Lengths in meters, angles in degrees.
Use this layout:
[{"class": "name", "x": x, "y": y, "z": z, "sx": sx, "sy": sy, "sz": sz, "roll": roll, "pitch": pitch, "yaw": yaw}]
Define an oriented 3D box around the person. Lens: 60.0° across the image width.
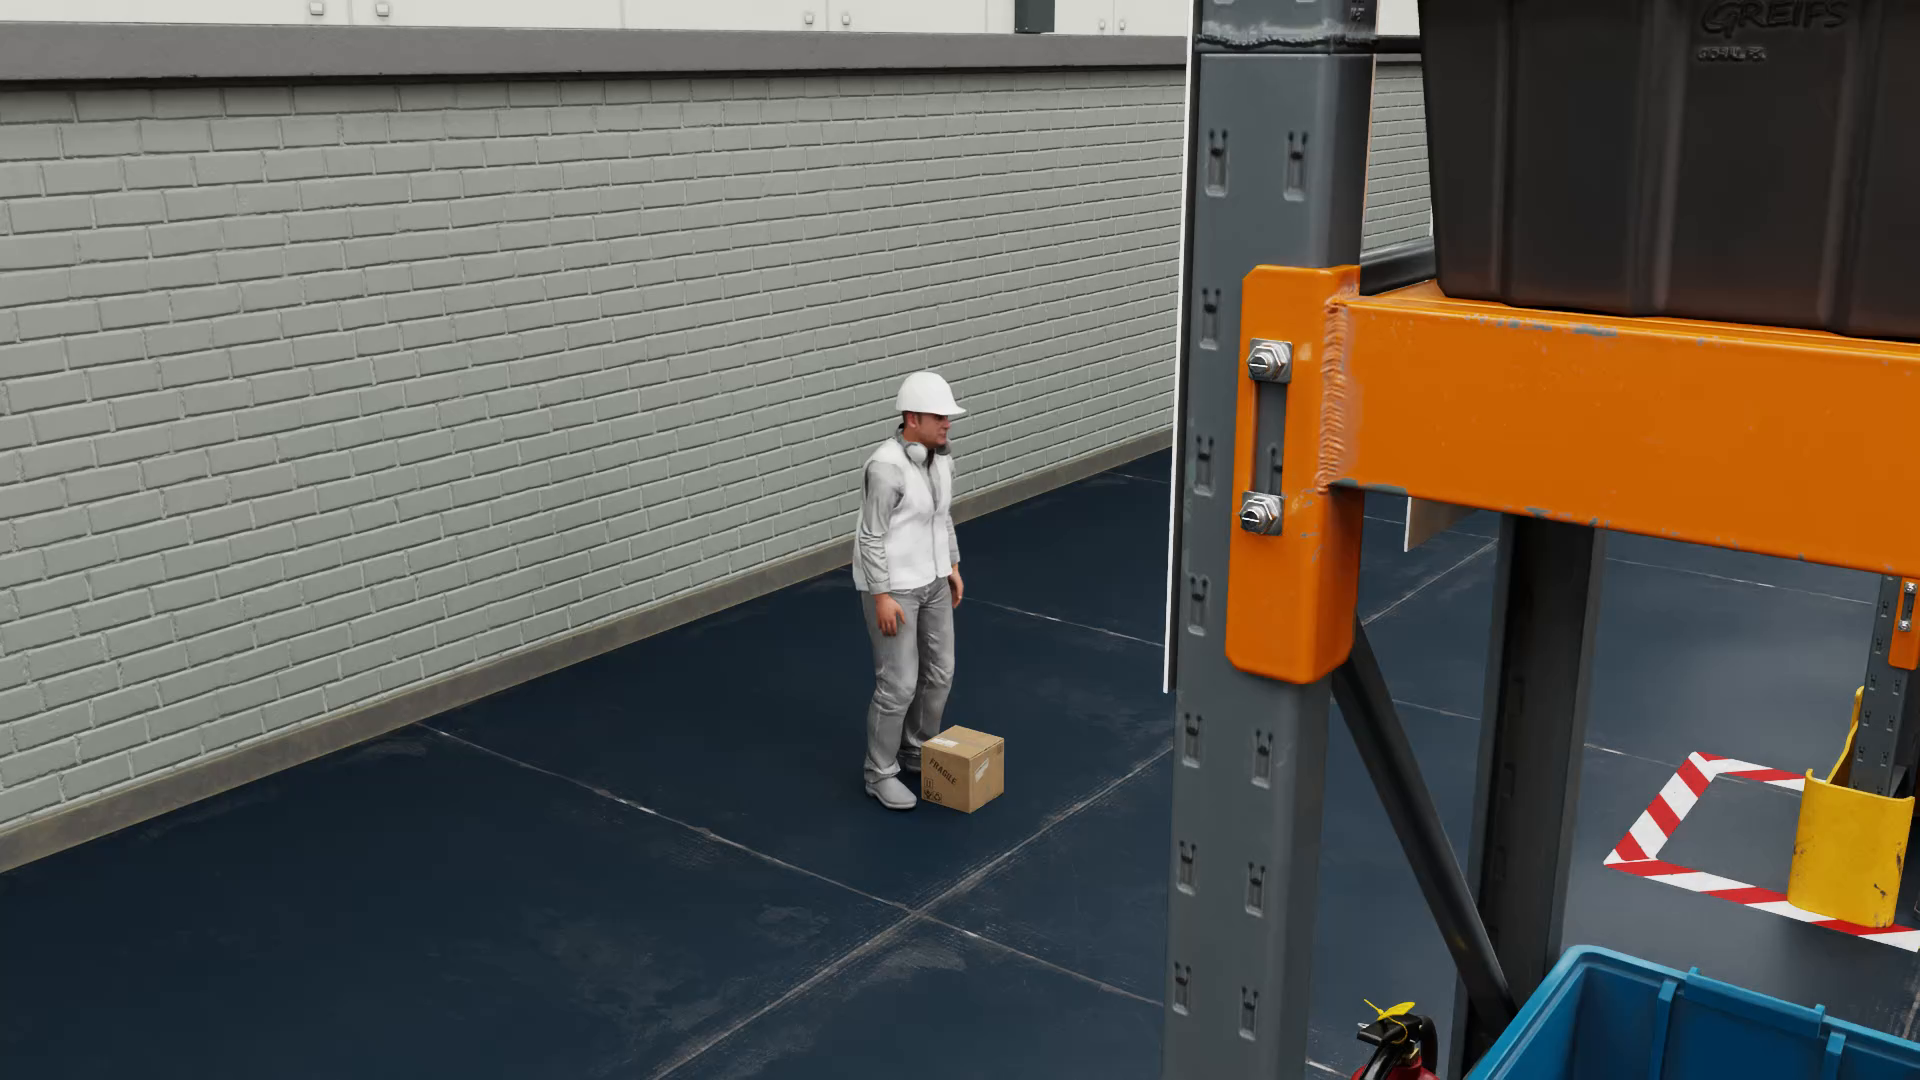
[{"class": "person", "x": -0.195, "y": 0.181, "z": 6.874, "sx": 0.458, "sy": 1.773, "sz": 0.591, "roll": 11, "pitch": 20, "yaw": 33}]
